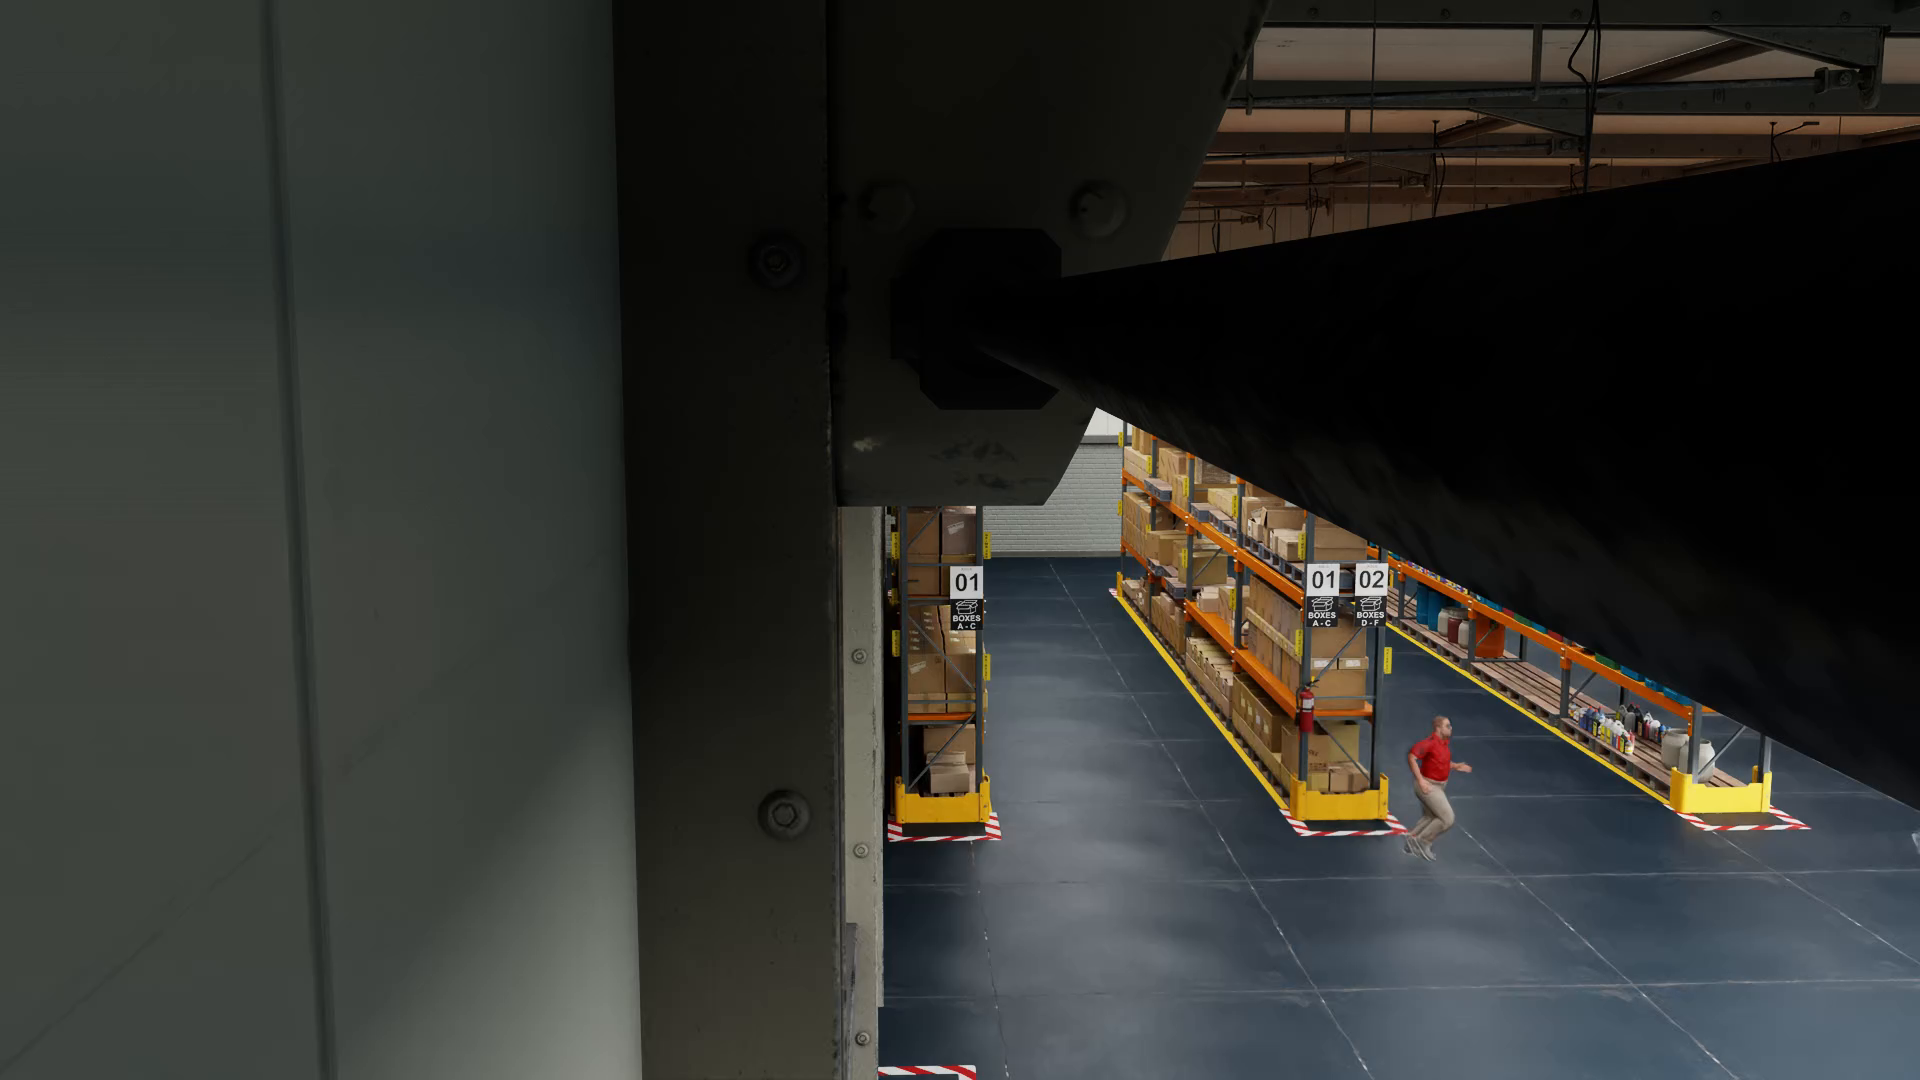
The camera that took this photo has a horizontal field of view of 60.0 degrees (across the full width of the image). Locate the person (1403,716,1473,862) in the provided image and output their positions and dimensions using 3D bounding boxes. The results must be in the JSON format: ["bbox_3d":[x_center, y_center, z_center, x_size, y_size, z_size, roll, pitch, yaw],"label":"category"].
[{"bbox_3d":[5.415,2.810,18.852,0.688,1.670,0.694,5,9,30],"label":"person"}]
